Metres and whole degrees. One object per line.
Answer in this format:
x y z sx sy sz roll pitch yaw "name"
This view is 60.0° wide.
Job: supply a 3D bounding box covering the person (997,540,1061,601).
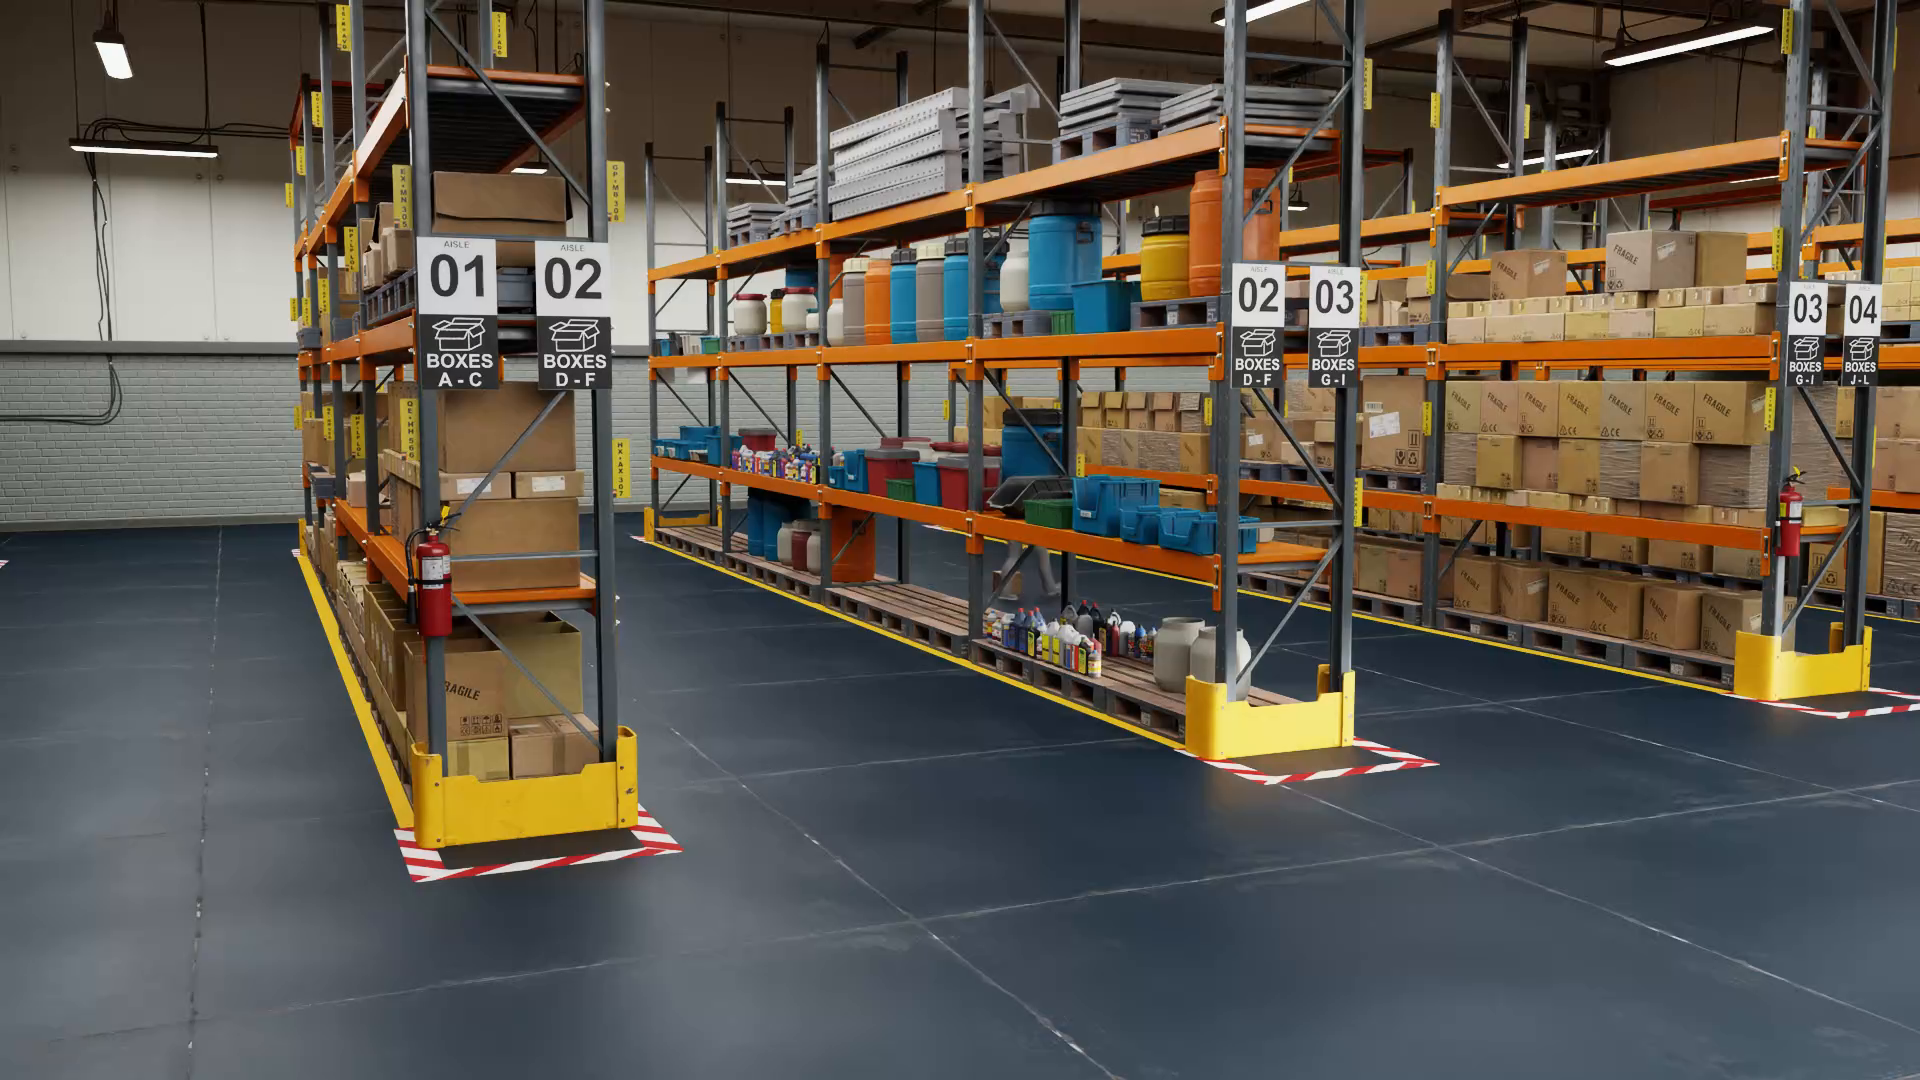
0.772 -0.155 18.630 0.476 1.619 0.979 3 6 28 "person"
